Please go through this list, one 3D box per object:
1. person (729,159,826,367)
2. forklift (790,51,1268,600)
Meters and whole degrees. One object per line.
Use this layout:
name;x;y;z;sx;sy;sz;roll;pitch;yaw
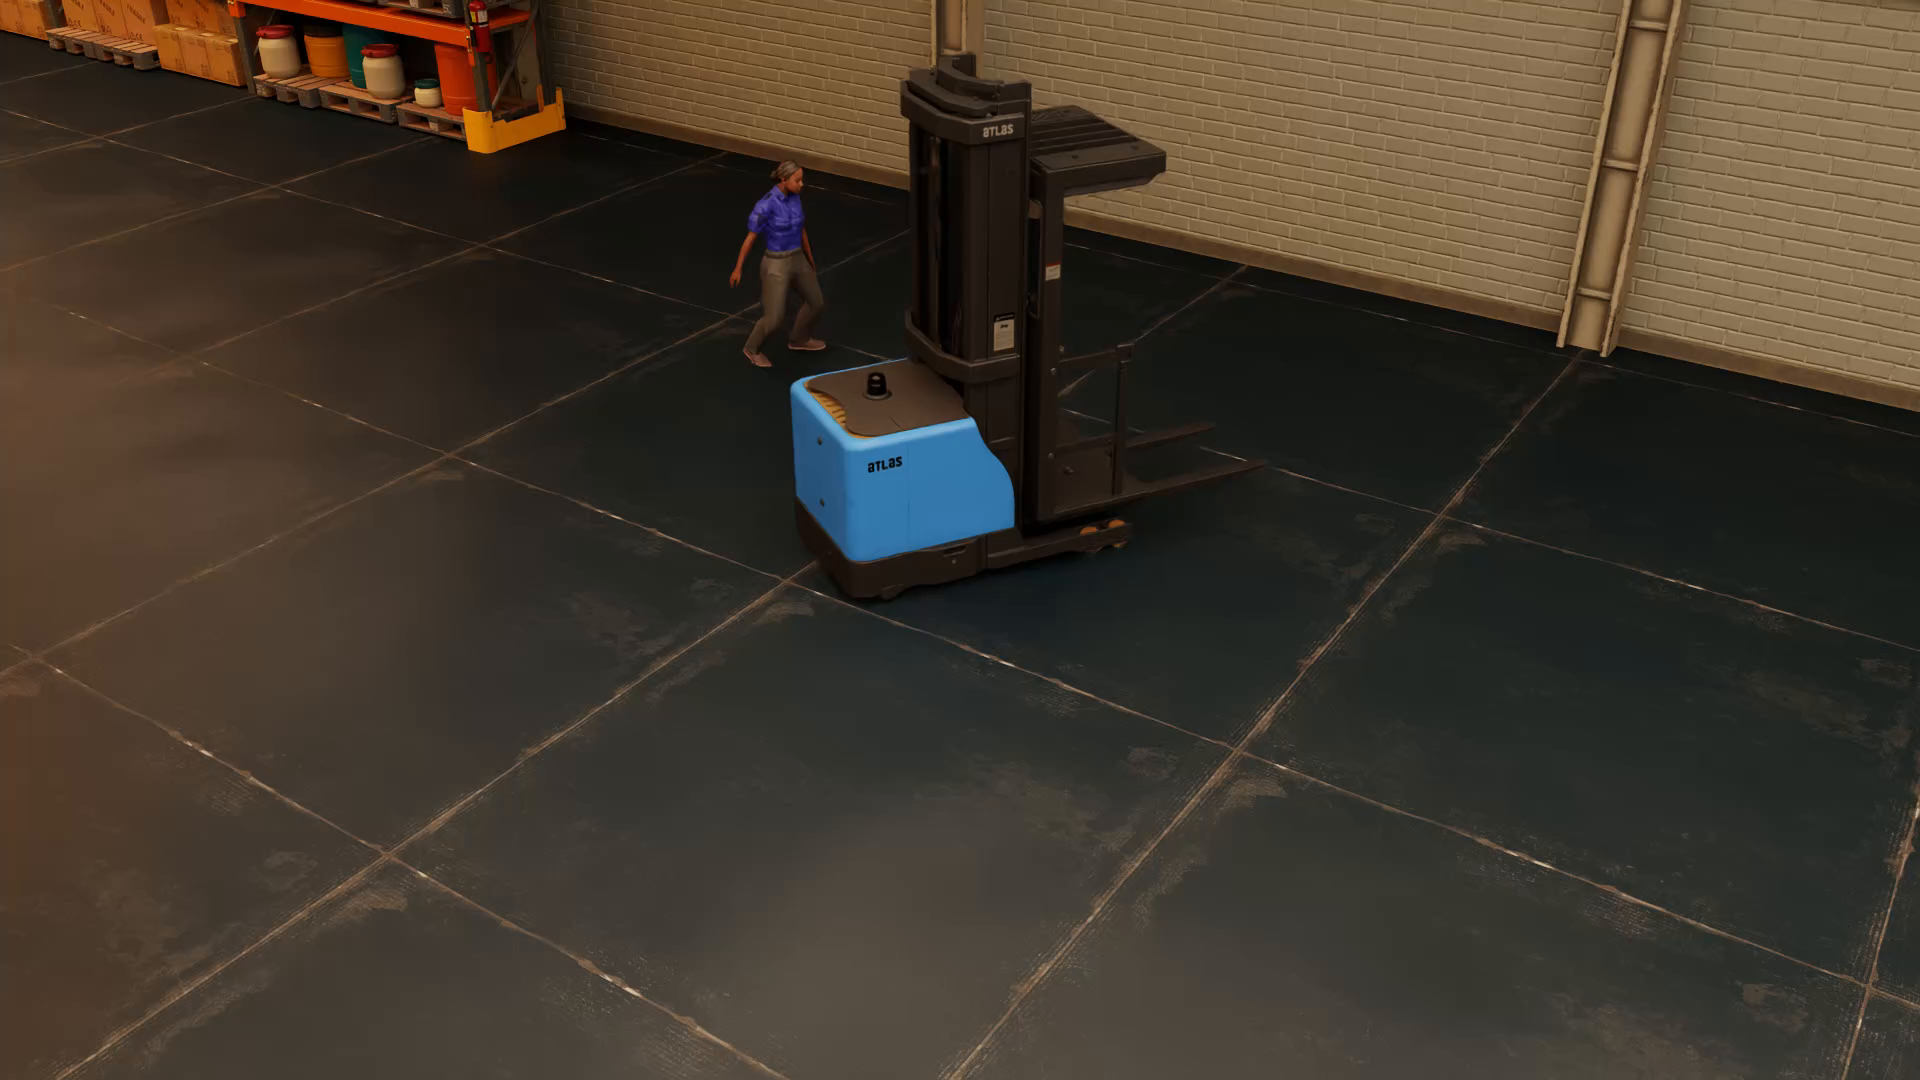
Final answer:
person;-1.395;-2.075;12.528;0.470;1.606;0.817;25;38;36
forklift;0.518;-1.409;10.007;3.031;2.935;1.130;-13;33;-22
